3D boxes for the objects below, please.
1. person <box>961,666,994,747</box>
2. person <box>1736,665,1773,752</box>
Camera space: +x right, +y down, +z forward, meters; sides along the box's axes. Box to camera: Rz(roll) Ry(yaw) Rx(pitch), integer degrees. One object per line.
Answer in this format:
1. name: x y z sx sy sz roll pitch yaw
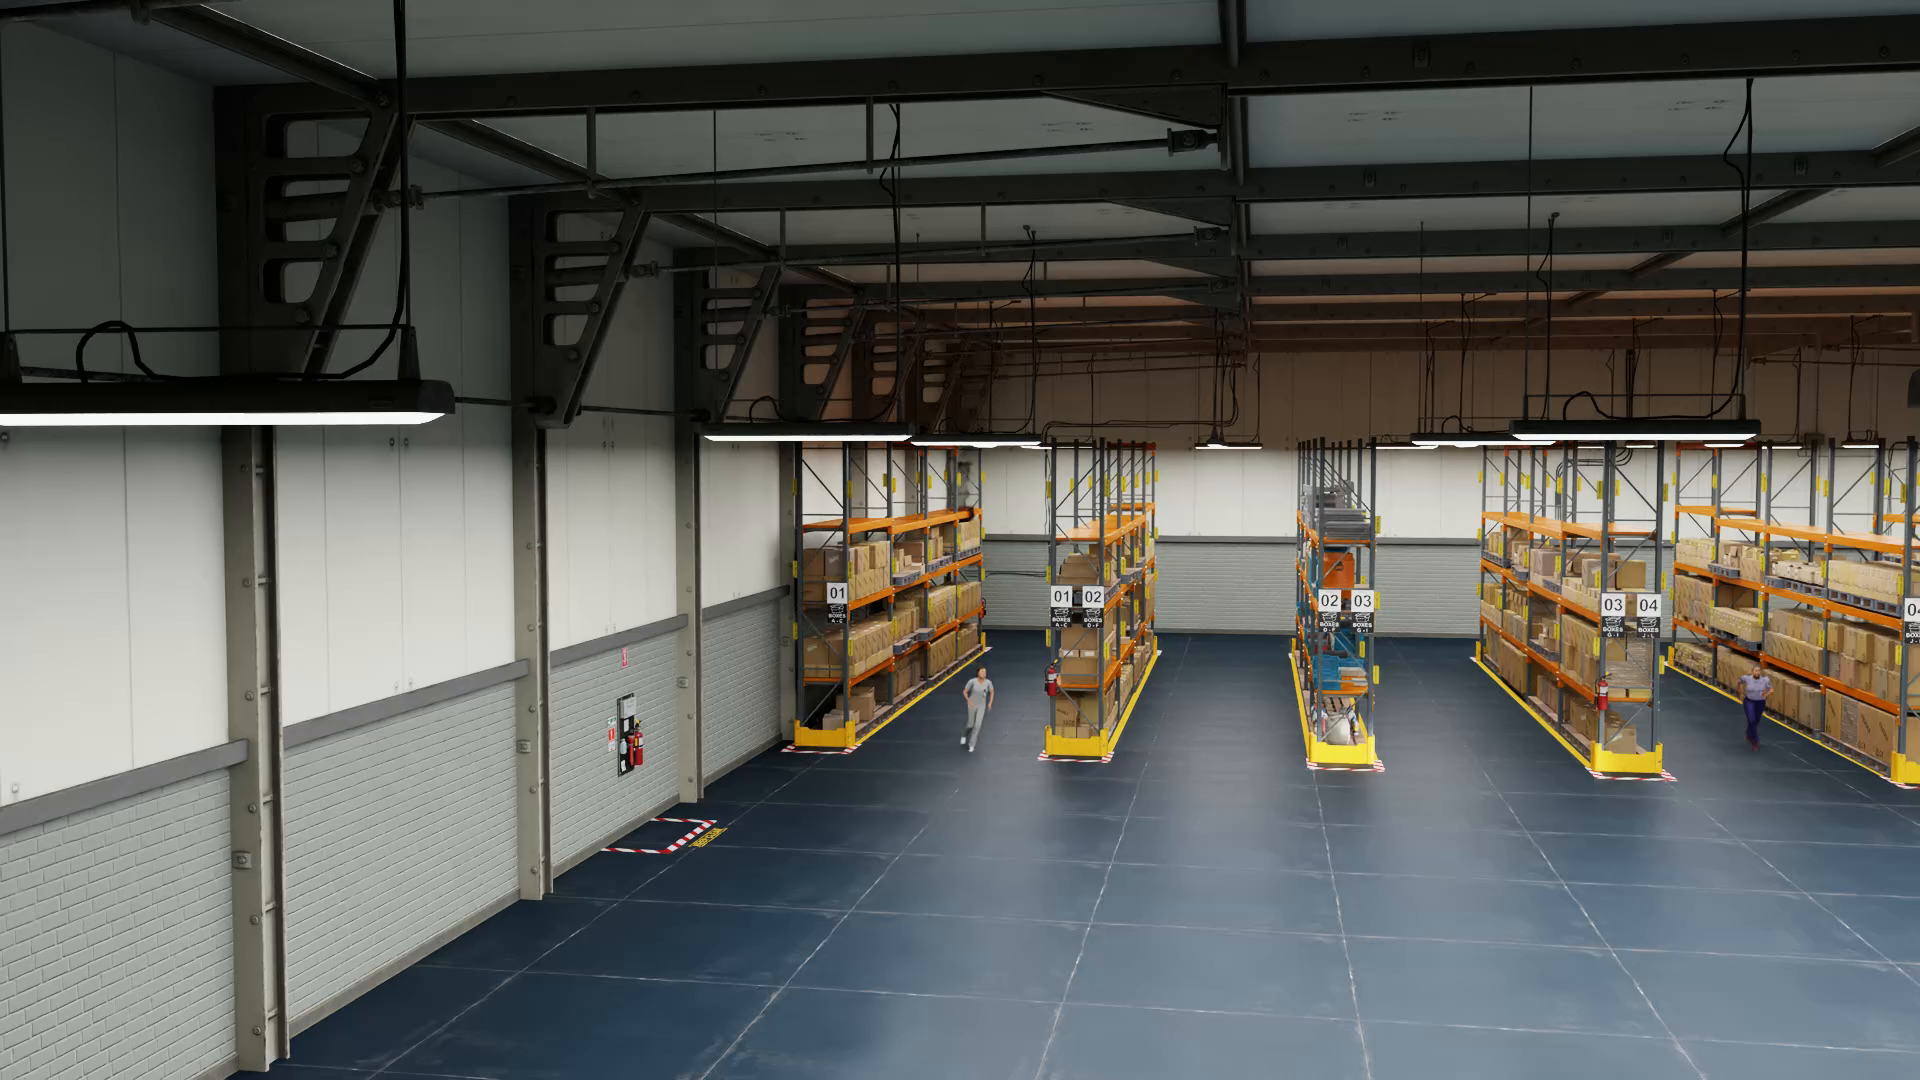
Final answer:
1. person: 0.359 3.187 32.054 0.609 1.558 0.598 -1 3 -14
2. person: 15.397 3.218 32.241 0.607 1.659 1.008 1 3 10
